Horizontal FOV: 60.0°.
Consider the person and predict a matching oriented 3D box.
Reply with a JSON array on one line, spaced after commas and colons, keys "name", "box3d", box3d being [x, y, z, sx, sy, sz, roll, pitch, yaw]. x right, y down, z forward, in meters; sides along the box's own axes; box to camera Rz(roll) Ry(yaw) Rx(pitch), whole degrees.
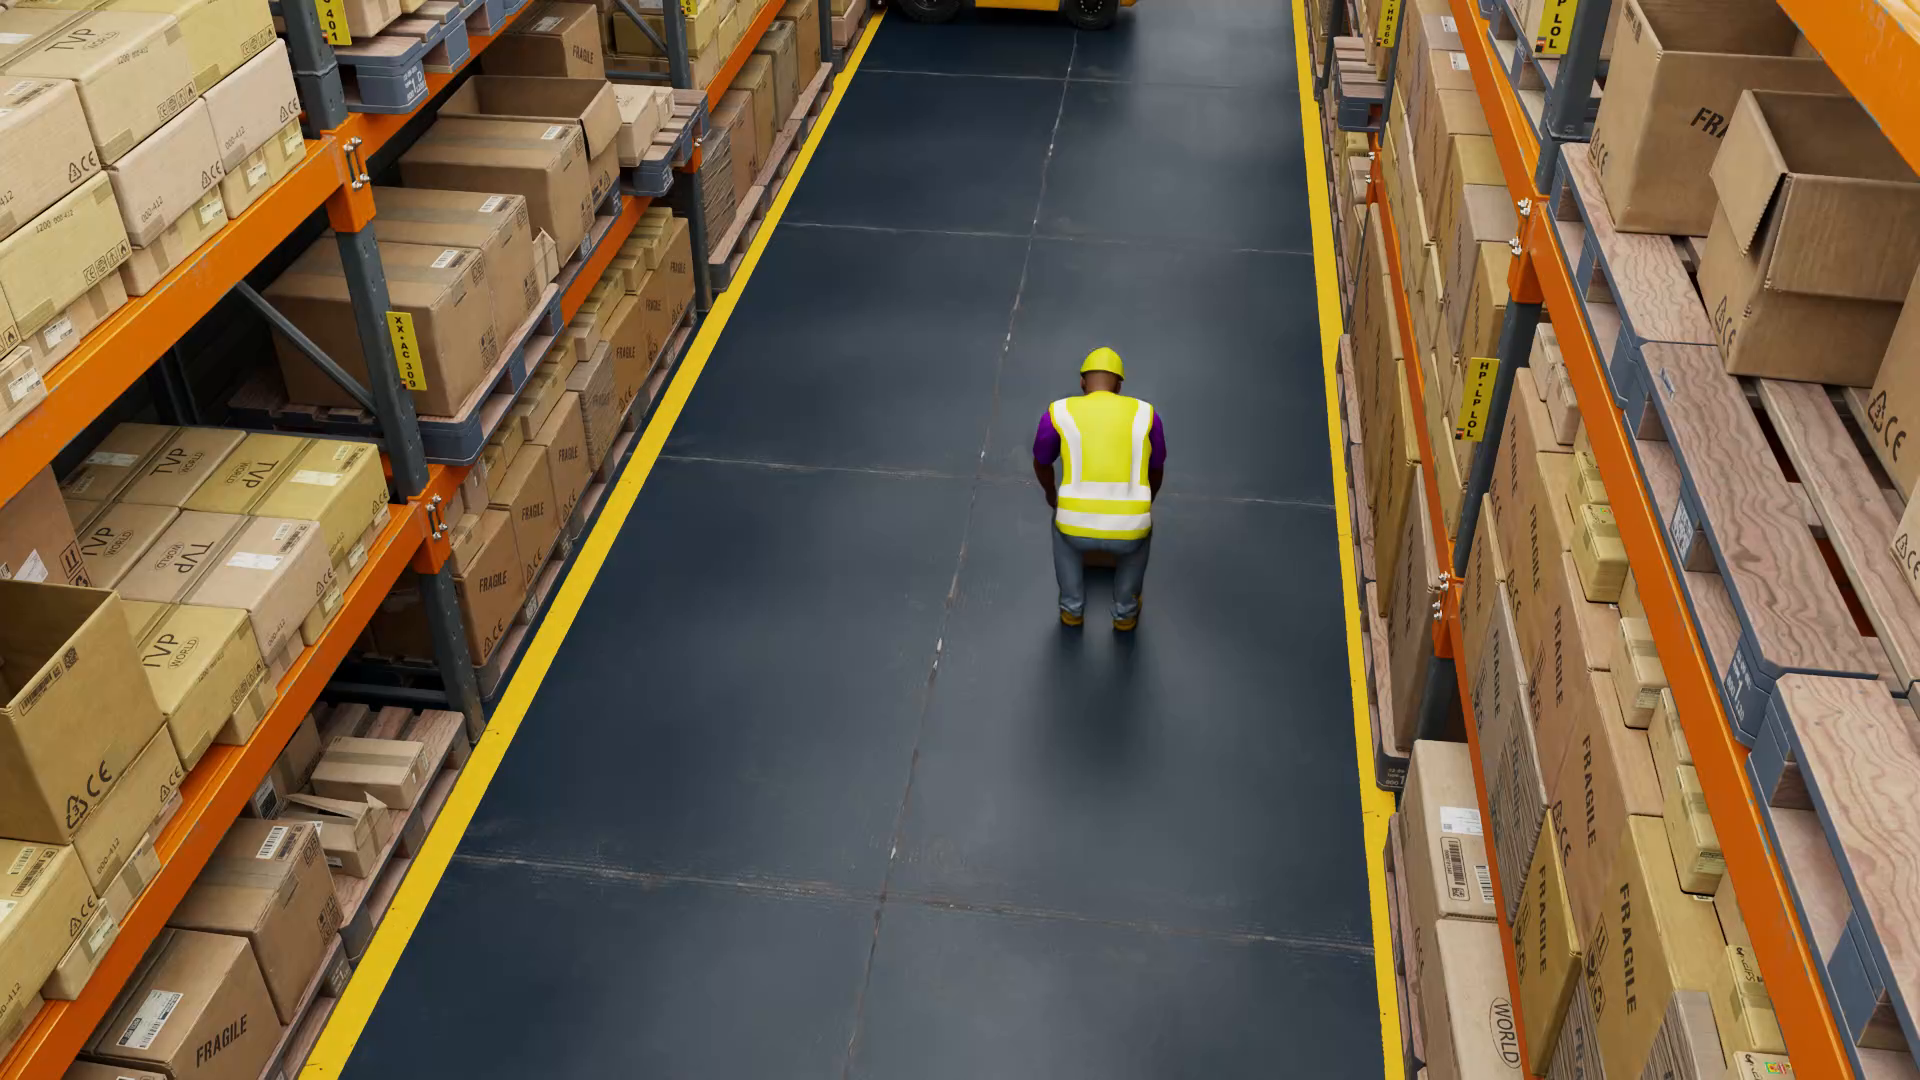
[{"name": "person", "box3d": [0.634, -0.203, 7.766, 0.622, 1.222, 0.838, 4, 36, 6]}]
